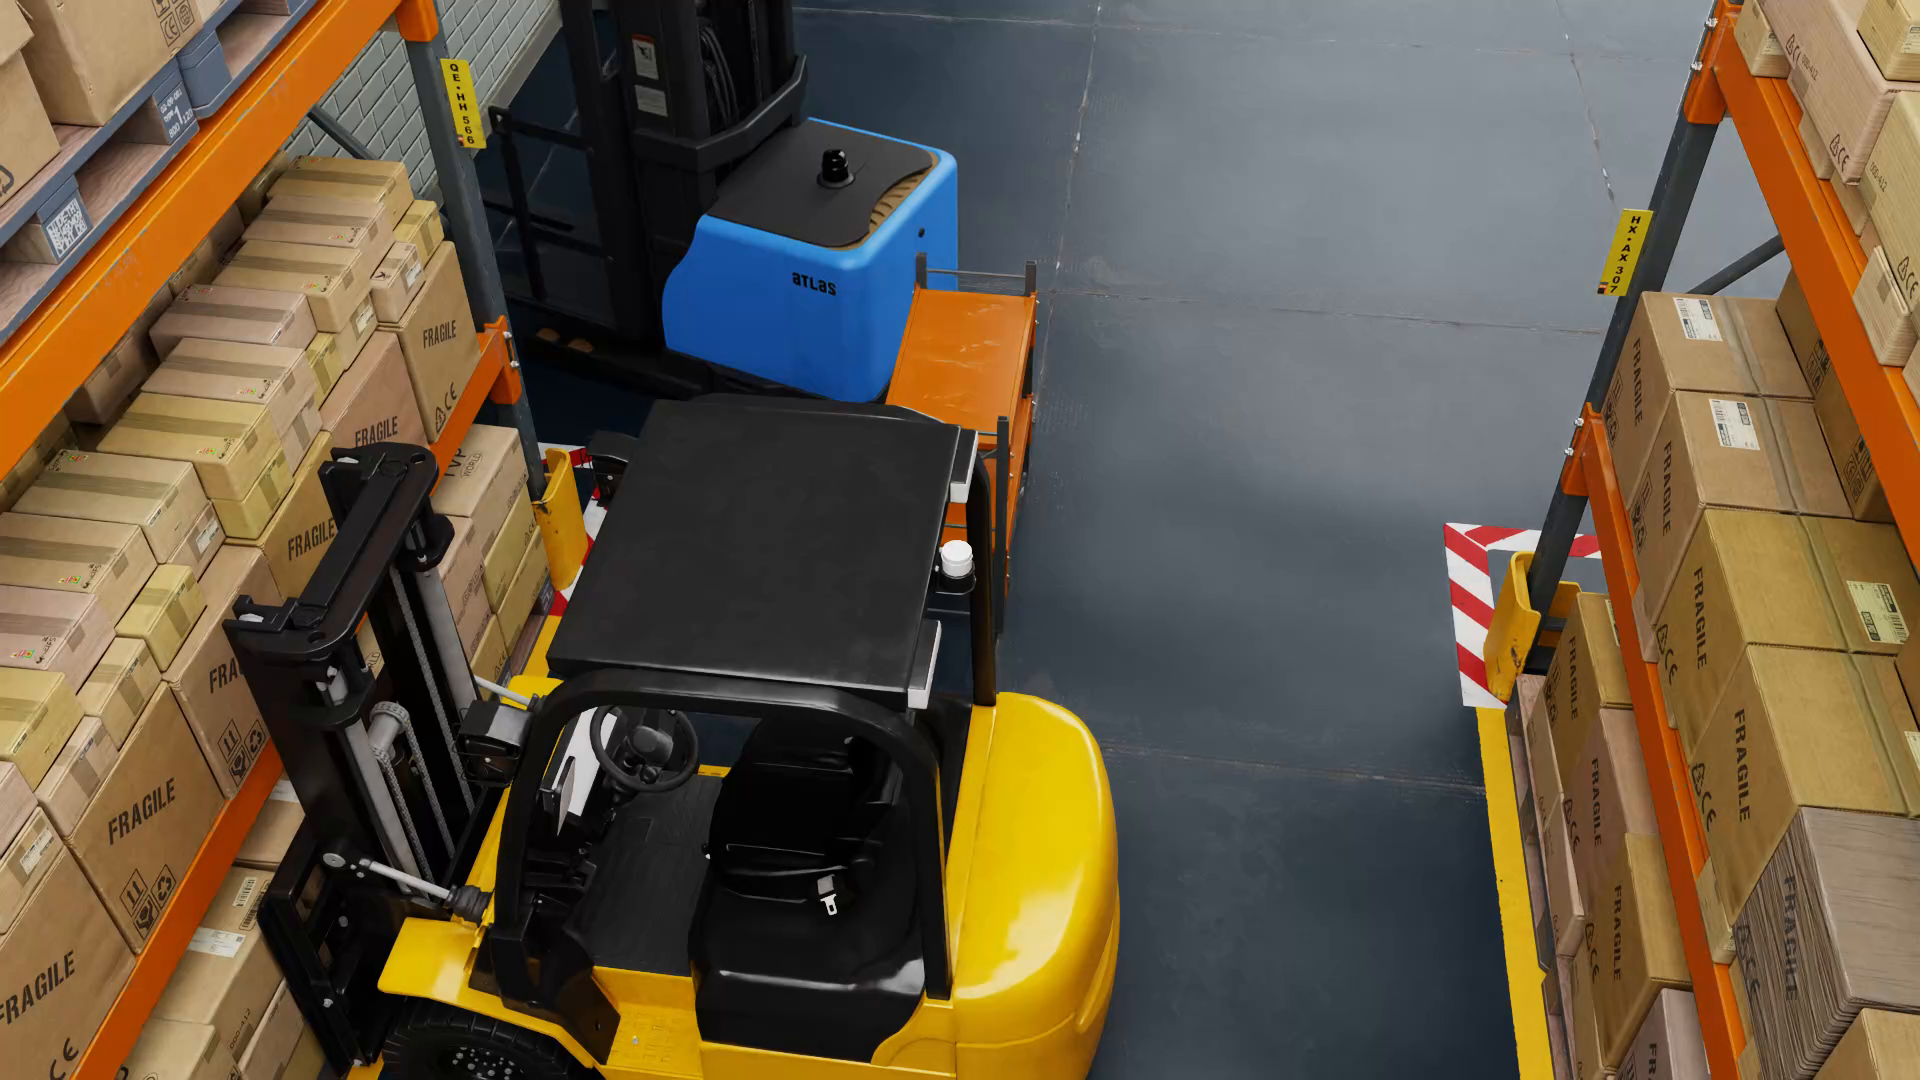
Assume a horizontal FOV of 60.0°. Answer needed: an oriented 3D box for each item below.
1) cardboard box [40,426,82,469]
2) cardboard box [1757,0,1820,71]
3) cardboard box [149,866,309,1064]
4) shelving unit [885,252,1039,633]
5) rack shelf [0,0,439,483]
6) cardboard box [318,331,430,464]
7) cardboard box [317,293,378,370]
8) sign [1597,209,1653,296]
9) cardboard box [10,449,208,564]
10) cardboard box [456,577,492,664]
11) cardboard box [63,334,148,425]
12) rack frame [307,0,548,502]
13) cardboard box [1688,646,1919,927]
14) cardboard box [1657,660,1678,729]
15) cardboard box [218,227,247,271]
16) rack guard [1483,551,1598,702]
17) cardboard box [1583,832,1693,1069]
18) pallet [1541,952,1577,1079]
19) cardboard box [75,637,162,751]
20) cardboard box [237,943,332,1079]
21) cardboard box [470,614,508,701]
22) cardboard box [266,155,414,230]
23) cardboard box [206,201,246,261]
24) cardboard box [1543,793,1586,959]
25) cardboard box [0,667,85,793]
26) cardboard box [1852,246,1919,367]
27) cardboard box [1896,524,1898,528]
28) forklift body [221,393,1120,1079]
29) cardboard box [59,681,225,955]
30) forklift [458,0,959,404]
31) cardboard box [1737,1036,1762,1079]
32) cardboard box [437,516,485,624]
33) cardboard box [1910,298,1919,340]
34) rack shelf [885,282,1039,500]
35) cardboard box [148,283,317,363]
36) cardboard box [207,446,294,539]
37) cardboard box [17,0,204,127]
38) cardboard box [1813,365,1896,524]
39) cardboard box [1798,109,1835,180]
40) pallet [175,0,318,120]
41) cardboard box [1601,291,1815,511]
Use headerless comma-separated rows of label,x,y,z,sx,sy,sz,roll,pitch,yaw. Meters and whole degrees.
cardboard box,-2.754,-0.215,4.751,0.380,0.149,0.250,7,44,7
cardboard box,2.379,-1.396,4.254,0.500,0.250,0.500,5,44,5
cardboard box,-2.233,1.200,4.768,0.500,0.250,0.500,7,44,7
shelving unit,-0.001,-0.404,6.858,0.538,1.125,1.048,5,44,6
rack shelf,-2.476,-0.485,3.922,1.077,0.370,4.000,5,44,6
cardboard box,-2.094,-0.345,5.360,0.500,0.500,0.500,7,44,7
cardboard box,-2.079,-0.682,5.244,0.380,0.149,0.250,6,44,6
sign,2.172,-0.935,5.426,0.100,0.325,0.005,5,44,6
cardboard box,-2.247,-0.091,4.404,0.380,0.149,0.250,6,44,6
cardboard box,-2.043,0.345,6.035,0.500,0.250,0.500,5,44,5
cardboard box,-2.614,-0.485,4.820,0.380,0.149,0.250,7,44,7
rack frame,-2.211,-1.020,6.146,1.000,3.000,0.127,5,44,6
cardboard box,2.181,0.630,4.114,0.500,0.500,0.500,4,44,5
cardboard box,2.244,0.427,4.800,0.380,0.149,0.250,6,44,7
cardboard box,-2.483,-0.911,5.485,0.380,0.149,0.250,5,44,6
rack guard,2.699,0.388,6.477,1.175,0.500,0.348,5,44,6
cardboard box,2.187,1.241,4.907,0.500,0.500,0.500,6,44,6
pallet,2.393,1.872,5.119,1.003,0.211,1.213,5,44,6
cardboard box,-2.239,0.371,4.132,0.380,0.149,0.250,4,44,4
cardboard box,-2.228,1.384,4.938,0.500,0.250,0.500,5,44,5
cardboard box,-2.035,0.513,6.221,0.500,0.250,0.500,5,44,6
cardboard box,-2.050,-1.137,5.508,0.380,0.149,0.250,5,44,6
cardboard box,-2.565,-1.015,5.380,0.380,0.149,0.250,7,44,7
cardboard box,2.254,1.146,5.552,0.500,0.250,0.500,7,44,7
cardboard box,-2.291,0.429,3.854,0.380,0.149,0.250,5,44,5
cardboard box,2.177,-0.492,3.589,0.380,0.149,0.250,6,44,6
cardboard box,2.840,0.020,4.758,0.500,0.500,0.500,5,44,6
forklift body,-0.654,0.746,4.898,2.313,2.155,1.214,5,44,6
cardboard box,-2.304,0.689,4.268,0.500,0.500,0.500,5,44,5
forklift,-1.554,-2.185,7.426,3.031,2.935,1.130,18,46,18
cardboard box,2.052,1.306,3.872,0.380,0.149,0.250,5,44,5
cardboard box,-2.025,0.153,5.874,0.500,0.250,0.500,6,44,6
cardboard box,2.172,-0.352,3.151,0.500,0.250,0.500,6,44,6
rack shelf,-0.001,-0.616,6.657,0.538,0.278,1.000,5,44,6
cardboard box,-2.166,-0.622,4.965,0.380,0.149,0.250,5,44,6
cardboard box,-2.125,-0.154,4.686,0.380,0.149,0.250,6,44,6
cardboard box,-2.263,-1.322,3.832,0.700,0.500,0.500,5,44,6
cardboard box,2.784,-0.367,4.439,0.700,0.500,0.500,6,44,6
cardboard box,2.329,-1.009,4.135,0.380,0.149,0.250,6,44,7
pallet,-2.330,-1.598,4.639,1.003,0.211,1.213,5,44,6
cardboard box,2.372,-0.418,5.221,0.500,0.500,0.500,5,44,5
